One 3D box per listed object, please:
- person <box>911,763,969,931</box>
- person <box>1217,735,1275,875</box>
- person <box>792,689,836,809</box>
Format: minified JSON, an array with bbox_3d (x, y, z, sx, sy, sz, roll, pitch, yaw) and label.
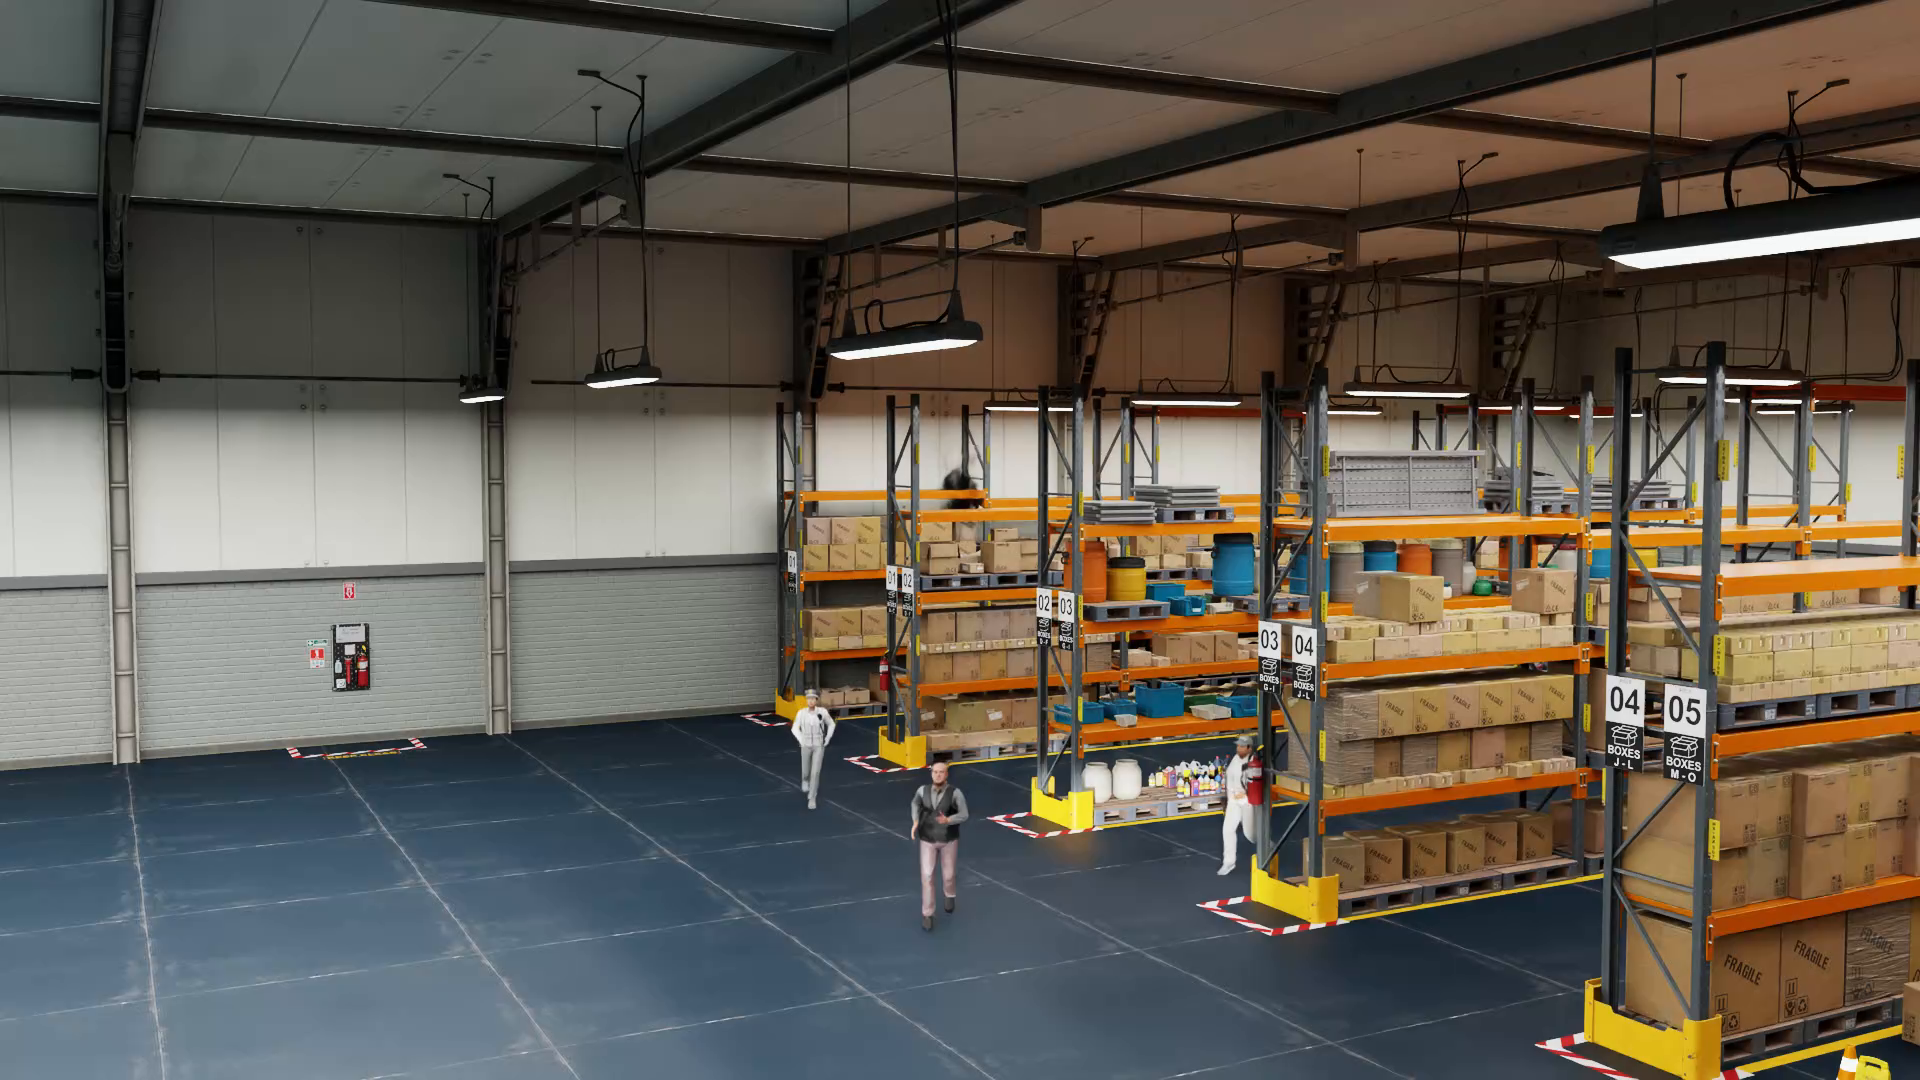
[{"bbox_3d":[-0.232,3.256,17.942,0.649,1.710,0.950,0,3,7],"label":"person"},{"bbox_3d":[3.493,3.211,20.228,0.874,1.694,0.622,-3,4,-38],"label":"person"},{"bbox_3d":[-2.112,2.982,24.011,0.624,1.695,0.724,0,3,-1],"label":"person"}]
